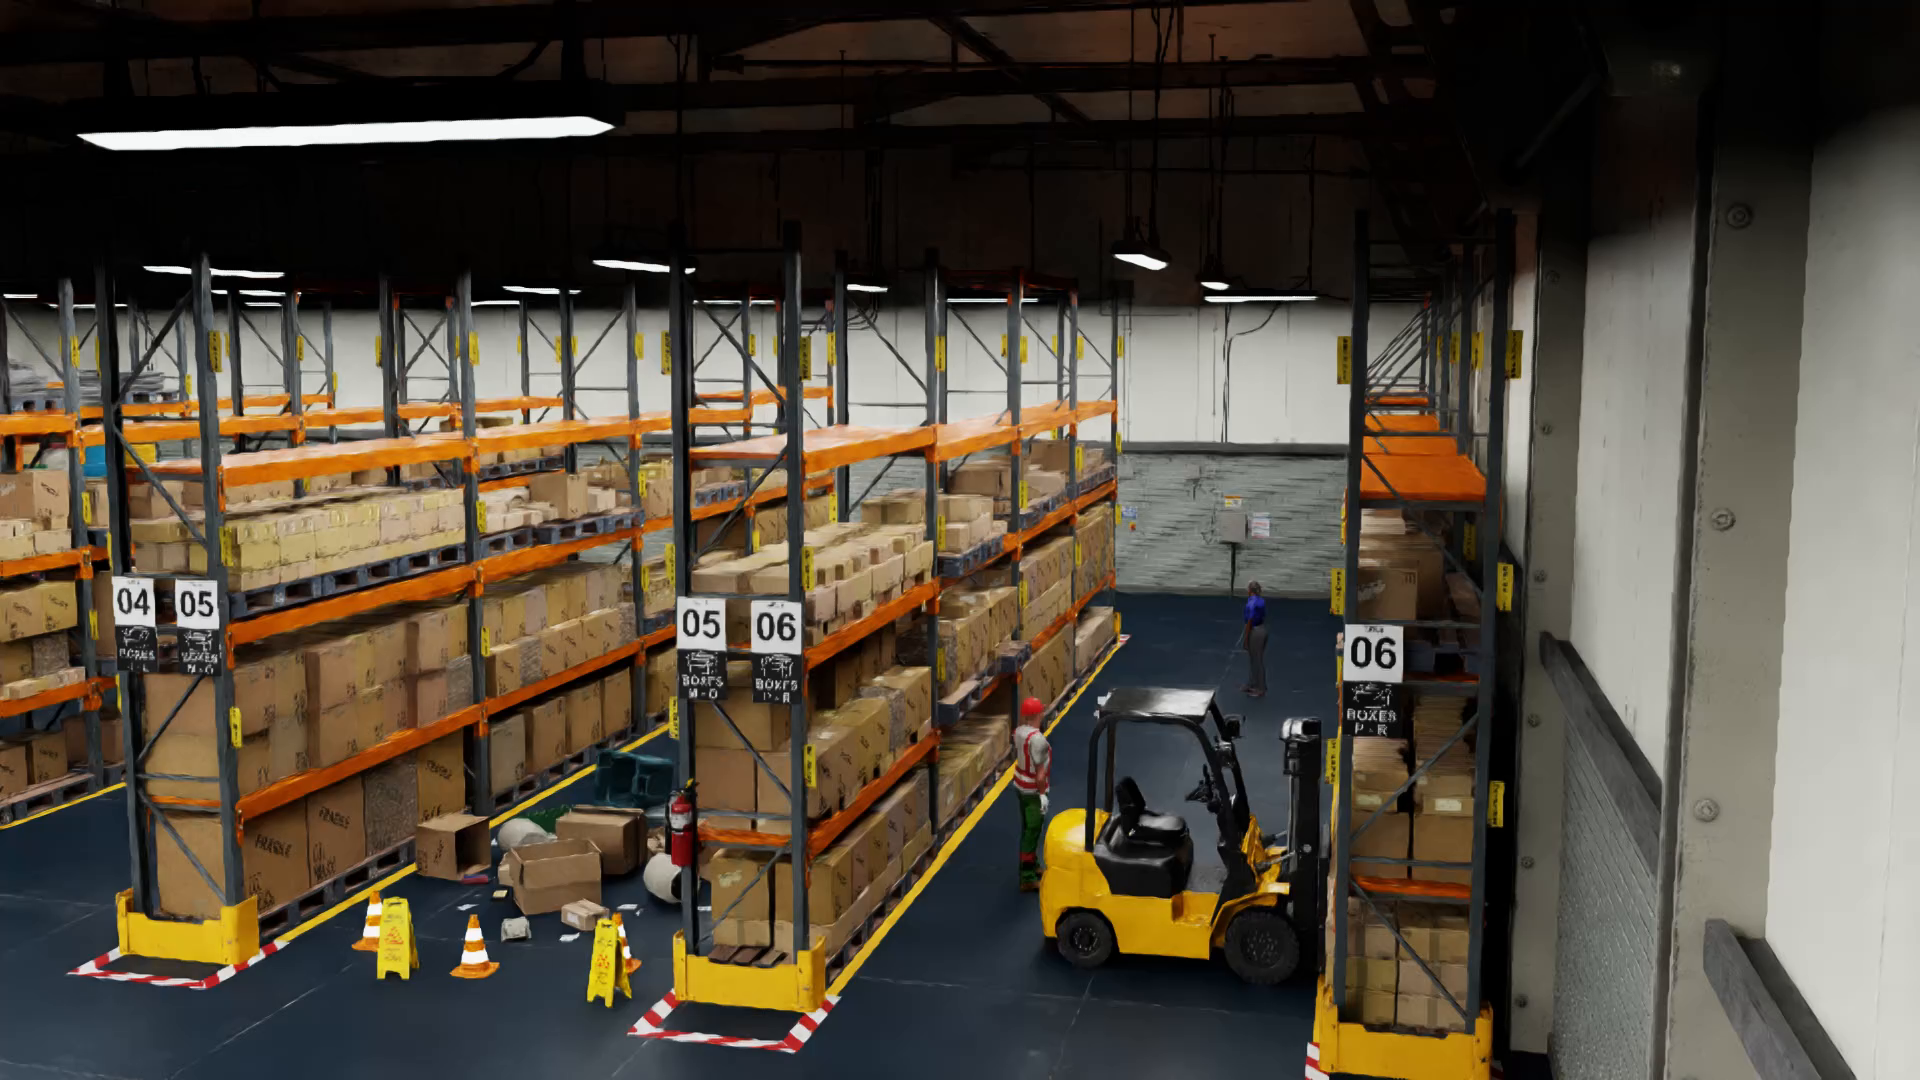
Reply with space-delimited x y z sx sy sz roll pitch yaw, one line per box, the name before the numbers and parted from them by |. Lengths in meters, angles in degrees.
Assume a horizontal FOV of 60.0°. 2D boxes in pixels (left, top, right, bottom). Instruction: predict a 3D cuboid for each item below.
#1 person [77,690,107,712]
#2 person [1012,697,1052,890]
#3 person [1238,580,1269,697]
person | -11.402 1.688 21.678 0.459 1.677 0.525 7 10 44
person | 0.725 2.355 15.671 0.439 1.787 0.600 -2 7 -17
person | 4.251 1.402 24.073 0.535 1.655 0.566 4 8 32
